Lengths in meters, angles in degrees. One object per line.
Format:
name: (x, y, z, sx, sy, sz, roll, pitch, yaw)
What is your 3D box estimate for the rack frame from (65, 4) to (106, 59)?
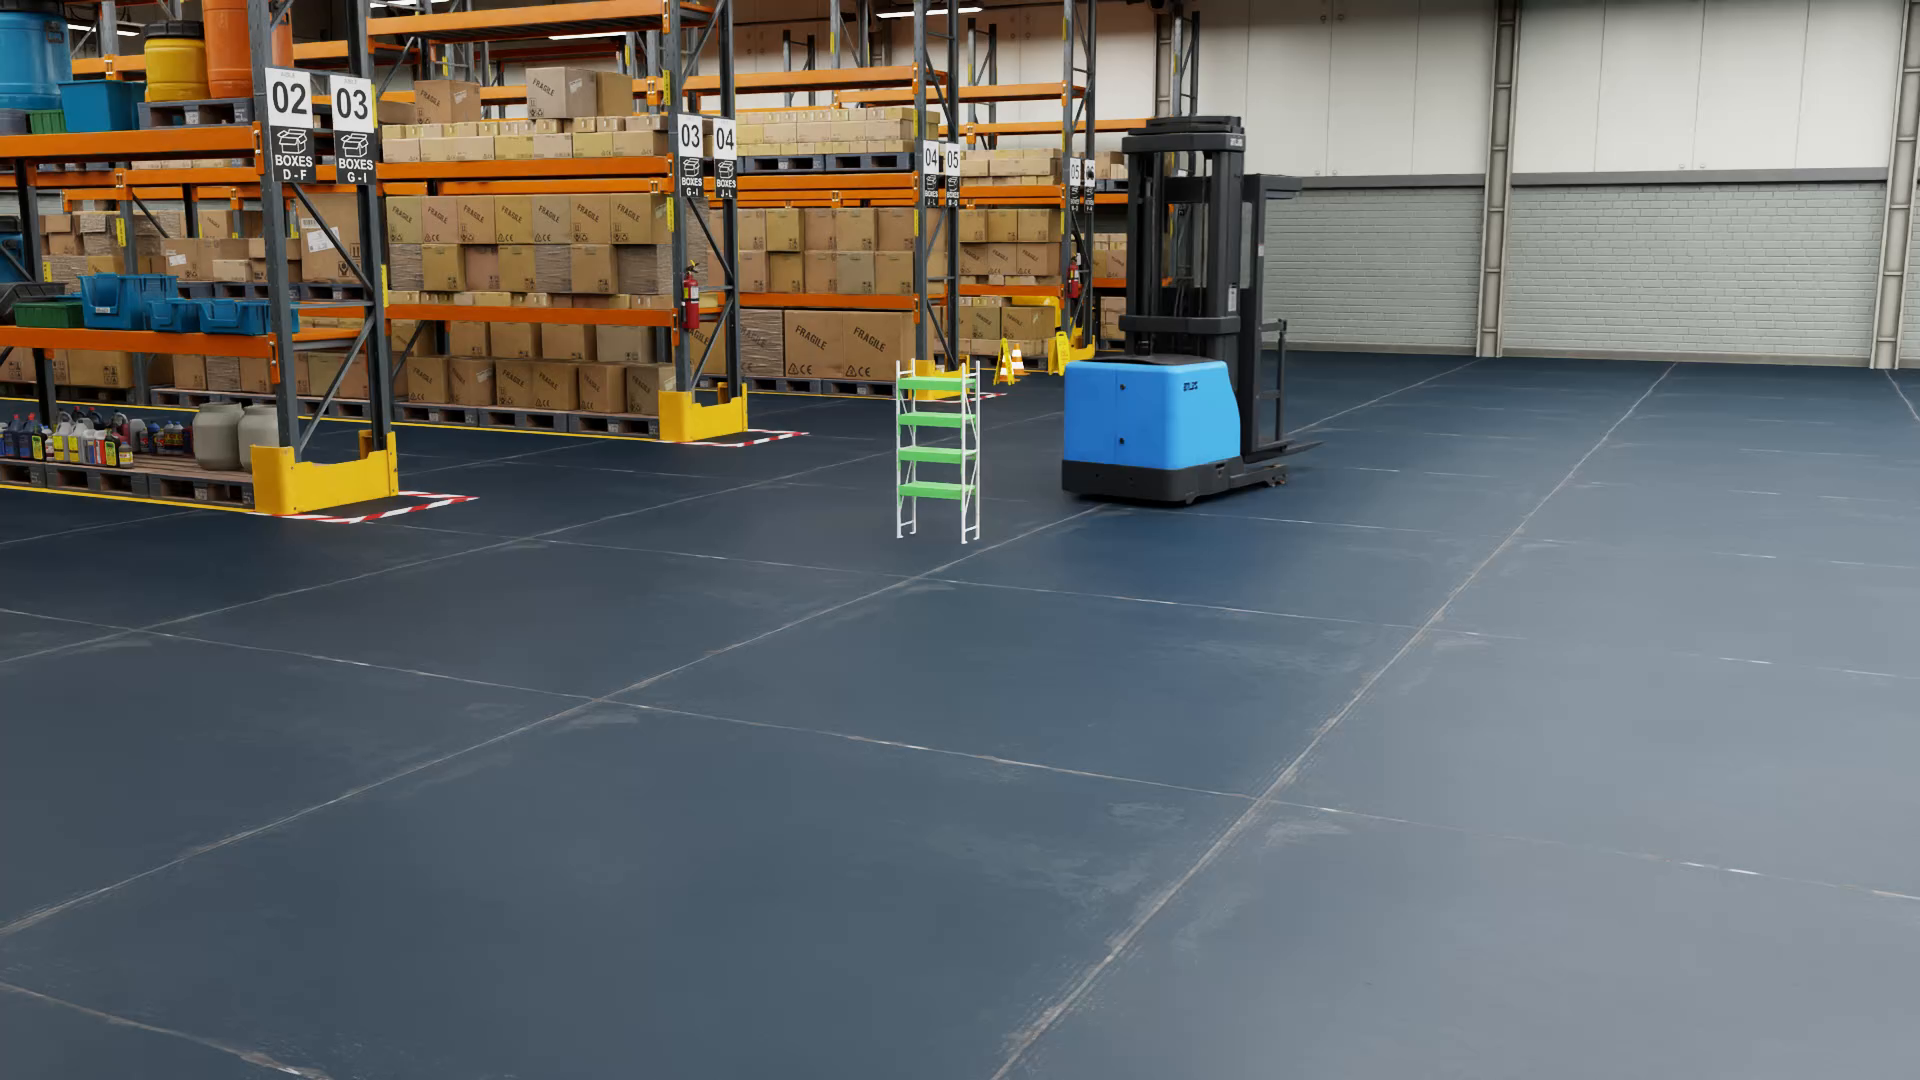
rack frame: (-14.637, -7.550, 27.680, 0.127, 3.000, 1.000, 5, 11, 26)

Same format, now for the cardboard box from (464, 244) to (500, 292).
cardboard box: (-4.859, -2.950, 17.993, 0.500, 0.500, 0.875, 5, 11, 26)

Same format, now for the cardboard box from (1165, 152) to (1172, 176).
cardboard box: (3.499, -6.706, 29.697, 0.500, 0.500, 0.500, 5, 12, 28)

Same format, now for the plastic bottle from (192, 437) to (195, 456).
plastic bottle: (-6.346, -0.802, 13.864, 0.097, 0.201, 0.097, 0, 10, 0)

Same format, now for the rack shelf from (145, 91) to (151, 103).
rack shelf: (-12.844, -7.037, 26.873, 4.000, 0.370, 1.077, 5, 11, 26)

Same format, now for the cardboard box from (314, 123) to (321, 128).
cardboard box: (-7.048, -4.543, 18.685, 0.258, 0.266, 0.396, 5, 12, 28)

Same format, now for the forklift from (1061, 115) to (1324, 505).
forklift: (2.078, -1.923, 13.624, 1.130, 2.935, 3.031, 8, 13, 36)

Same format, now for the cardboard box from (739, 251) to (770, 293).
cardboard box: (-2.604, -3.598, 22.267, 0.550, 0.550, 0.875, 5, 11, 26)

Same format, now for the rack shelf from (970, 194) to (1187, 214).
rack shelf: (2.210, -6.209, 30.709, 4.000, 0.370, 1.077, 5, 11, 26)

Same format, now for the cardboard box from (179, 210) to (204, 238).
cardboard box: (-12.057, -5.004, 26.534, 0.500, 0.500, 0.500, 5, 11, 24)

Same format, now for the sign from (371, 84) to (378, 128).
sign: (-4.518, -3.330, 12.760, 0.005, 0.325, 0.100, 5, 11, 26)

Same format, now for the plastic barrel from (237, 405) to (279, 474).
plastic barrel: (-5.390, -0.784, 12.947, 0.421, 0.512, 0.421, 0, 10, 0)

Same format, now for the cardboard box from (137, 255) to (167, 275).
cardboard box: (-10.064, -3.315, 20.841, 0.500, 0.500, 0.500, 5, 12, 27)

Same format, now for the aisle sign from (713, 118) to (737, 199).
aisle sign: (-2.386, -3.875, 16.921, 0.004, 0.787, 0.394, 5, 11, 26)

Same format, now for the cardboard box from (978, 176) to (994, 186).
cardboard box: (0.464, -5.555, 25.785, 0.250, 0.149, 0.380, 5, 11, 25)

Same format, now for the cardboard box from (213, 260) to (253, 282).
cardboard box: (-8.347, -3.148, 19.441, 0.500, 0.250, 0.500, 5, 11, 24)

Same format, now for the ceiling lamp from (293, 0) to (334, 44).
ceiling lamp: (-13.779, -11.853, 35.066, 0.800, 3.185, 2.000, 5, 11, 26)

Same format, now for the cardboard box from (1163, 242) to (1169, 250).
cardboard box: (3.569, -5.280, 29.879, 0.250, 0.149, 0.380, 5, 11, 27)

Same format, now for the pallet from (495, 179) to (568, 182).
pallet: (-5.858, -5.221, 23.763, 1.213, 0.211, 1.003, 6, 12, 28)

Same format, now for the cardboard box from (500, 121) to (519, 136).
cardboard box: (-4.574, -4.280, 17.337, 0.250, 0.149, 0.380, 5, 12, 27)

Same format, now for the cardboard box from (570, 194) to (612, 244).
cardboard box: (-3.628, -3.283, 17.024, 0.500, 0.500, 0.500, 5, 11, 26)

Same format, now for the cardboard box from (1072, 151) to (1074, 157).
cardboard box: (1.582, -5.941, 25.679, 0.250, 0.149, 0.380, 5, 11, 25)

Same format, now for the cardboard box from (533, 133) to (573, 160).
cardboard box: (-4.024, -4.033, 17.092, 0.500, 0.250, 0.500, 5, 12, 27)

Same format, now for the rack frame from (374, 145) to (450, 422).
rack frame: (-6.161, -2.868, 18.656, 0.127, 3.000, 1.000, 5, 11, 26)

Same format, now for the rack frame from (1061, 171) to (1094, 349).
rack frame: (1.811, -4.136, 25.660, 0.127, 3.000, 1.000, 5, 11, 26)

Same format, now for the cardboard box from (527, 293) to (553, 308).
cardboard box: (-4.313, -2.520, 17.440, 0.250, 0.149, 0.380, 5, 11, 26)

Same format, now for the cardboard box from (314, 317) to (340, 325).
cardboard box: (-9.570, -3.446, 25.580, 0.500, 0.250, 0.500, 6, 12, 28)

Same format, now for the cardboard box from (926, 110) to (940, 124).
cardboard box: (-0.447, -5.415, 21.312, 0.250, 0.149, 0.380, 5, 11, 26)

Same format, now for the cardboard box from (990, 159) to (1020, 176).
cardboard box: (0.788, -5.724, 25.597, 0.500, 0.250, 0.500, 5, 11, 25)

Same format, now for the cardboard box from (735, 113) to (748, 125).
cardboard box: (-2.785, -5.490, 21.727, 0.250, 0.149, 0.380, 5, 11, 26)

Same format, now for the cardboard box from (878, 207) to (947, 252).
cardboard box: (-0.604, -3.978, 21.334, 0.550, 0.550, 0.875, 5, 11, 26)

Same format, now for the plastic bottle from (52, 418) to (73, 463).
plastic bottle: (-7.262, -0.812, 13.498, 0.185, 0.351, 0.144, 5, 11, 25)

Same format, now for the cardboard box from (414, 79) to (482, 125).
cardboard box: (-5.645, -4.791, 18.338, 0.500, 0.500, 0.500, 5, 11, 24)

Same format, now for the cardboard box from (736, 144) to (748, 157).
cardboard box: (-2.787, -5.098, 21.798, 0.250, 0.149, 0.380, 5, 11, 25)

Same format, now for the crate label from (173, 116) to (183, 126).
crate label: (-6.298, -3.365, 13.397, 0.408, 0.251, 0.502, 5, 11, 26)

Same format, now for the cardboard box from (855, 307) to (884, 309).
cardboard box: (-1.367, -3.584, 27.047, 0.500, 0.500, 0.500, 6, 12, 29)

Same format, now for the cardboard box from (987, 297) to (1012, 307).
cardboard box: (0.618, -3.717, 25.962, 0.250, 0.149, 0.380, 5, 12, 27)

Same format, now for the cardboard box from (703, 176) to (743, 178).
cardboard box: (-3.983, -6.178, 28.228, 0.637, 0.503, 0.797, 5, 11, 26)

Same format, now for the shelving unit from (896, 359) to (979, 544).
shelving unit: (-0.148, -0.603, 11.195, 0.503, 1.200, 0.258, 5, 11, 26)

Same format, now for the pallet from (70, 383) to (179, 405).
pallet: (-10.422, -1.886, 21.056, 1.213, 0.211, 1.003, 5, 11, 26)

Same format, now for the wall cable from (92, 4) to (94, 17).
wall cable: (-18.225, -11.832, 32.806, 0.029, 3.000, 2.355, 5, 11, 26)

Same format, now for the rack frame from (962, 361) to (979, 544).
rack frame: (0.070, -0.584, 11.089, 0.015, 1.200, 0.240, 5, 11, 26)

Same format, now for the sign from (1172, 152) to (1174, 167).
sign: (3.751, -6.716, 29.230, 0.005, 0.325, 0.100, 5, 11, 26)

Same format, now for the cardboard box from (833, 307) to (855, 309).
cardboard box: (-2.028, -4.496, 33.138, 0.625, 0.625, 0.875, 5, 12, 28)

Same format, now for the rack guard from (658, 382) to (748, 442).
rack guard: (-2.642, -1.329, 17.171, 0.348, 0.500, 1.175, 5, 11, 26)

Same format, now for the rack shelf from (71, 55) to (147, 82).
rack shelf: (-11.542, -5.742, 20.834, 4.000, 0.370, 1.077, 5, 11, 26)

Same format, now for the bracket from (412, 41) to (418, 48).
bracket: (-12.149, -11.180, 37.629, 0.430, 0.232, 0.235, 5, 11, 26)

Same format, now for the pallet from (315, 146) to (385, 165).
pallet: (-6.668, -4.318, 18.769, 1.003, 0.211, 1.213, 5, 11, 26)

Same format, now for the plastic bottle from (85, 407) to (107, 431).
plastic bottle: (-7.476, -0.971, 14.373, 0.185, 0.351, 0.144, 4, 11, 23)

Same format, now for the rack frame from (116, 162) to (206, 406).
rack frame: (-9.748, -3.184, 20.398, 0.127, 3.000, 1.000, 5, 11, 26)

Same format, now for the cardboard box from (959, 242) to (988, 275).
cardboard box: (0.308, -4.410, 26.061, 0.500, 0.500, 0.500, 5, 11, 26)
